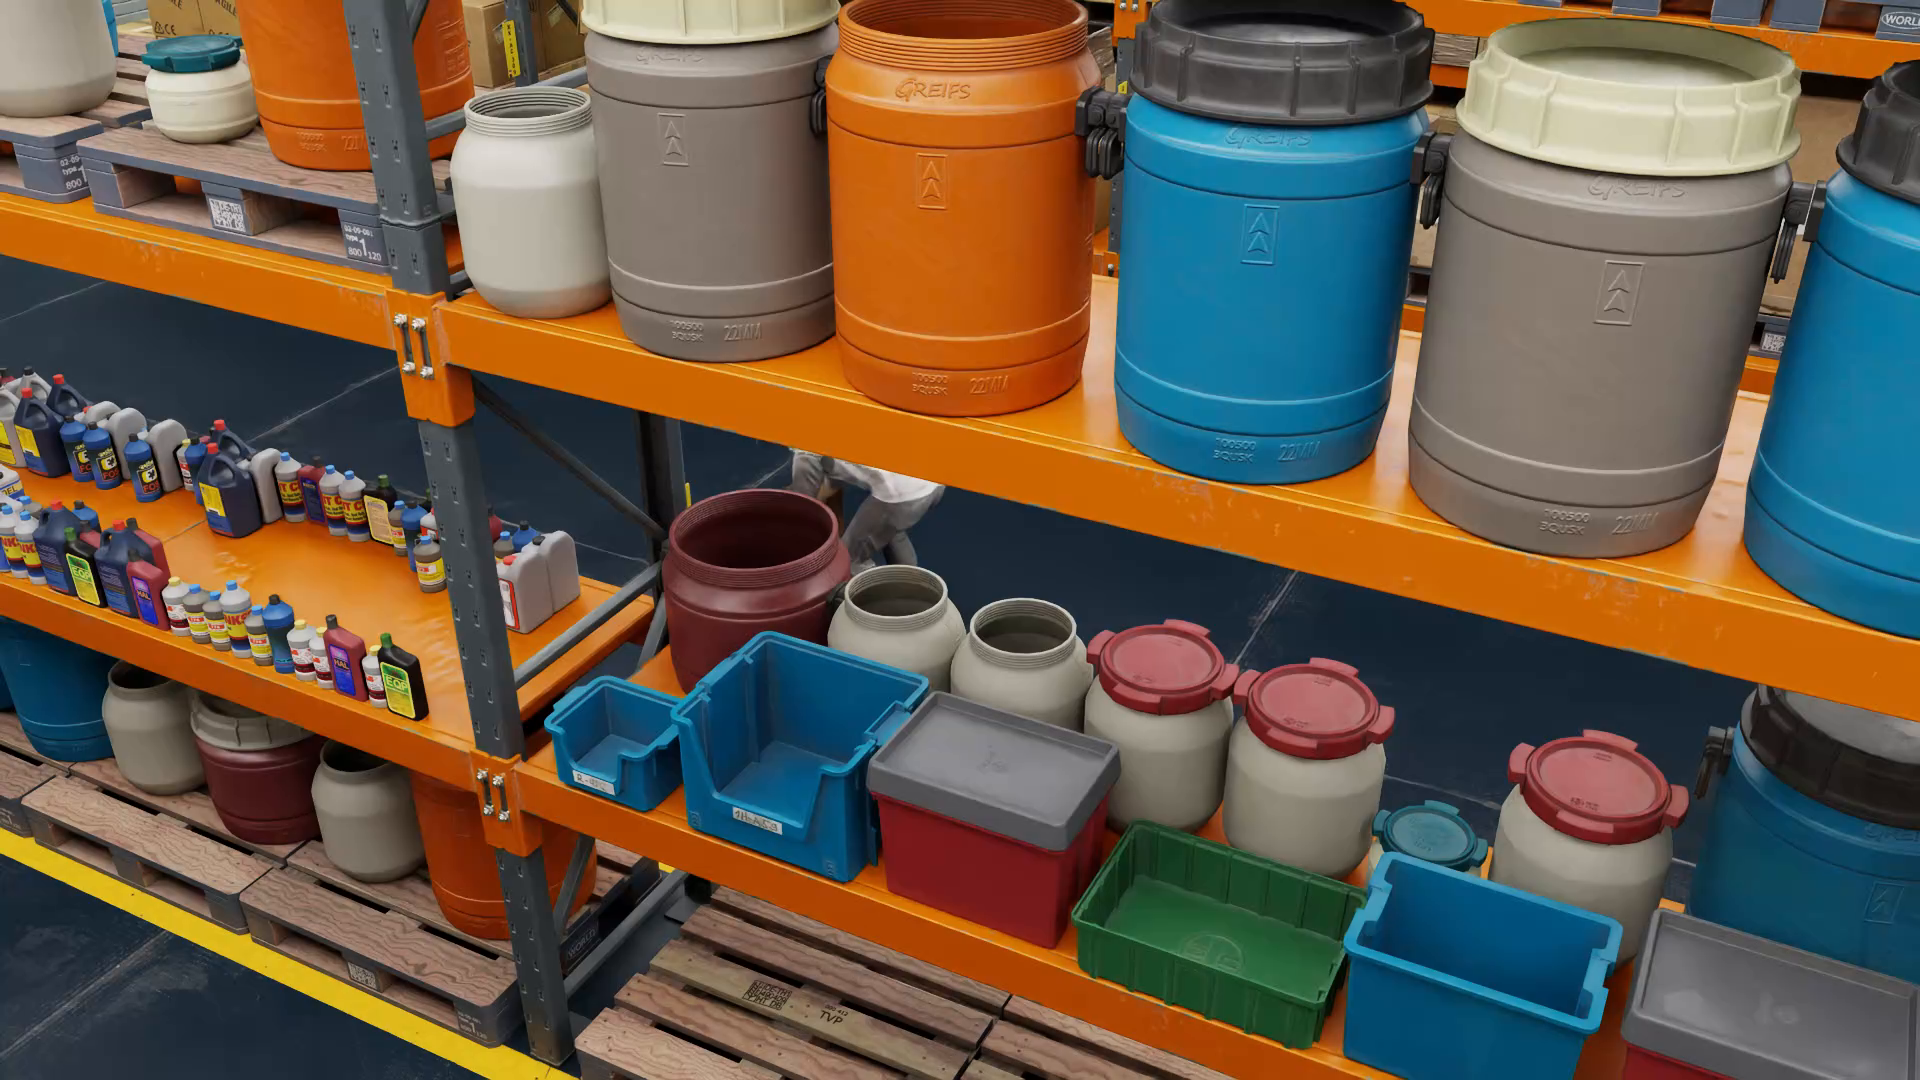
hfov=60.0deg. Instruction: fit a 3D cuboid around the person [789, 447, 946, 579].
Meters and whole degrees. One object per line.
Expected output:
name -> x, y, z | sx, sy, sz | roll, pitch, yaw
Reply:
person -> -0.535, -0.142, 7.926 | 0.981, 1.201, 0.488 | 13, 32, 21
